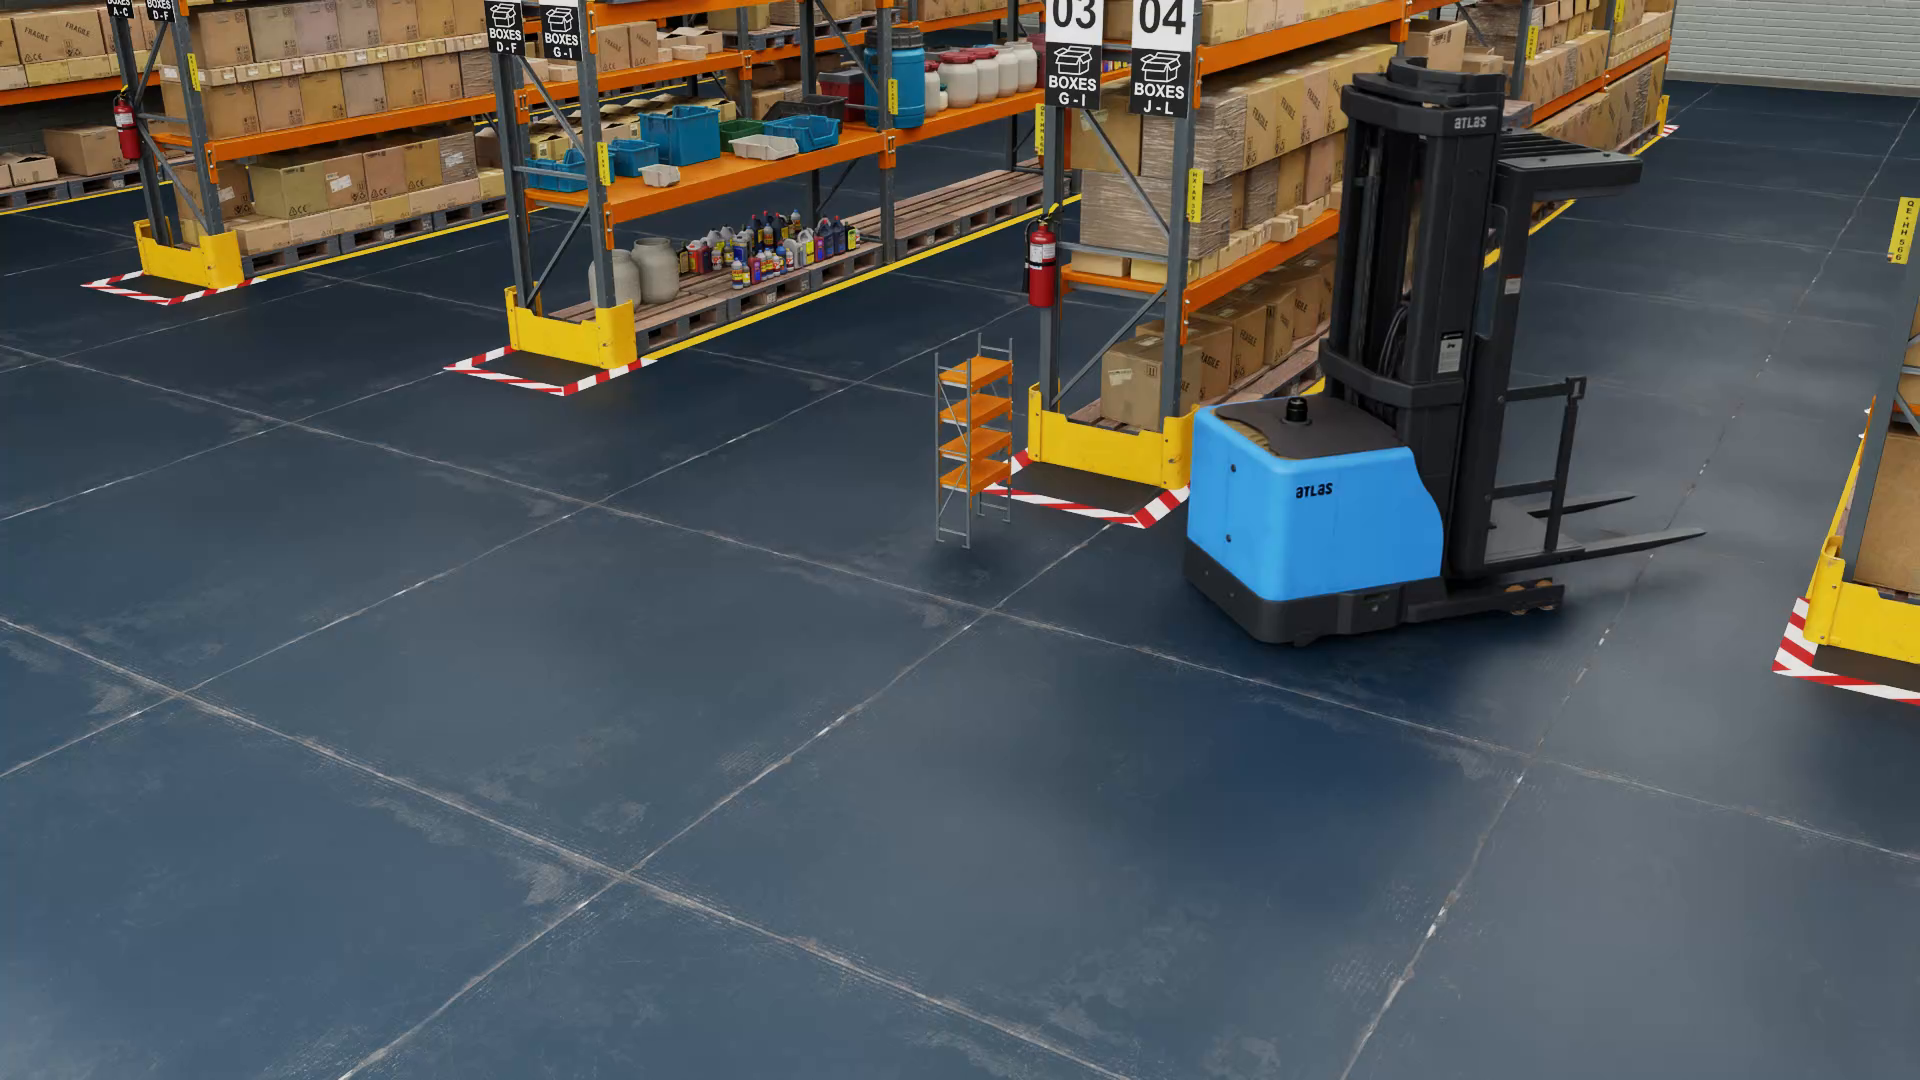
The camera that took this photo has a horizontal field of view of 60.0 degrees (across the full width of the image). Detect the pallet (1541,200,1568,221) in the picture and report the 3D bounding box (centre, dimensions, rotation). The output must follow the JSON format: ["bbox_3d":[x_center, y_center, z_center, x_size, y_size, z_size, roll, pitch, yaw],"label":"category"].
[{"bbox_3d":[6.338,-3.935,19.073,1.003,0.211,1.213,14,27,29],"label":"pallet"}]

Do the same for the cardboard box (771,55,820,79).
[{"bbox_3d":[-2.344,-6.761,23.740,0.500,0.250,0.500,13,27,28],"label":"cardboard box"}]

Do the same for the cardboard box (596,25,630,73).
[{"bbox_3d":[-4.349,-5.930,20.045,0.500,0.500,0.500,14,27,29],"label":"cardboard box"}]

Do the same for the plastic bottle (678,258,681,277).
[{"bbox_3d":[-2.618,-2.521,15.267,0.097,0.201,0.097,0,23,0],"label":"plastic bottle"}]

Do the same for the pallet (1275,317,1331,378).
[{"bbox_3d":[2.779,-1.690,13.888,1.003,0.211,1.213,14,27,29],"label":"pallet"}]

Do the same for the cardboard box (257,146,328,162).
[{"bbox_3d":[-6.875,-3.790,17.217,0.500,0.500,0.500,14,27,29],"label":"cardboard box"}]

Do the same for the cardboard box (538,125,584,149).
[{"bbox_3d":[-4.612,-4.724,19.614,0.500,0.311,0.500,14,27,28],"label":"cardboard box"}]

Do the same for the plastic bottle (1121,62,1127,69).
[{"bbox_3d":[1.984,-5.886,20.218,0.061,0.283,0.133,14,27,29],"label":"plastic bottle"}]

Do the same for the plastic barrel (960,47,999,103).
[{"bbox_3d":[0.202,-4.975,17.795,0.433,0.535,0.433,0,23,0],"label":"plastic barrel"}]

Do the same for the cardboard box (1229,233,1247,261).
[{"bbox_3d":[1.754,-2.035,11.491,0.380,0.149,0.250,14,27,29],"label":"cardboard box"}]

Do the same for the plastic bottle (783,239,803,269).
[{"bbox_3d":[-1.560,-2.688,15.558,0.152,0.276,0.135,14,27,30],"label":"plastic bottle"}]

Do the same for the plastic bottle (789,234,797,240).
[{"bbox_3d":[-1.571,-2.758,15.711,0.061,0.283,0.133,14,27,29],"label":"plastic bottle"}]

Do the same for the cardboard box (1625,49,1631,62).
[{"bbox_3d":[8.176,-6.086,20.848,0.380,0.149,0.250,13,27,28],"label":"cardboard box"}]

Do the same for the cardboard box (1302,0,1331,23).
[{"bbox_3d":[2.269,-3.788,11.638,0.500,0.250,0.500,15,27,30],"label":"cardboard box"}]

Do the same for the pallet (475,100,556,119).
[{"bbox_3d":[-6.931,-6.638,25.319,1.003,0.211,1.213,14,27,29],"label":"pallet"}]

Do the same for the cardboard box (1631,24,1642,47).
[{"bbox_3d":[8.329,-6.418,21.114,0.500,0.250,0.500,15,27,30],"label":"cardboard box"}]

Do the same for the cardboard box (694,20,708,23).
[{"bbox_3d":[-4.516,-8.937,28.920,0.380,0.149,0.250,14,27,29],"label":"cardboard box"}]

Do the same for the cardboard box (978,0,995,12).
[{"bbox_3d":[0.210,-8.656,26.343,0.500,0.500,0.500,13,27,28],"label":"cardboard box"}]

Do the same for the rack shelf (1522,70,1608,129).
[{"bbox_3d":[6.269,-4.899,18.696,1.077,0.370,4.000,14,27,29],"label":"rack shelf"}]

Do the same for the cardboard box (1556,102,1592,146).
[{"bbox_3d":[6.532,-4.600,19.245,1.225,0.875,0.875,13,27,27],"label":"cardboard box"}]

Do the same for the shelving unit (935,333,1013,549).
[{"bbox_3d":[0.087,-0.606,10.141,0.258,1.200,0.503,14,27,29],"label":"shelving unit"}]

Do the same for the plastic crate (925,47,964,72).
[{"bbox_3d":[-0.107,-5.140,18.267,0.402,0.464,0.583,14,27,29],"label":"plastic crate"}]

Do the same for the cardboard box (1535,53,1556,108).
[{"bbox_3d":[5.971,-4.881,17.624,0.500,0.500,0.500,13,27,28],"label":"cardboard box"}]

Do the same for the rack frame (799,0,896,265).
[{"bbox_3d":[-1.104,-4.242,16.272,1.000,3.000,0.127,14,27,29],"label":"rack frame"}]

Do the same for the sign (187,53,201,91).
[{"bbox_3d":[-6.952,-4.246,15.094,0.100,0.325,0.005,14,27,29],"label":"sign"}]

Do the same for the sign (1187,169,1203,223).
[{"bbox_3d":[1.455,-2.137,10.322,0.100,0.325,0.005,14,27,29],"label":"sign"}]

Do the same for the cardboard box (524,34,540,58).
[{"bbox_3d":[-6.444,-7.389,25.720,0.750,0.750,0.750,14,27,29],"label":"cardboard box"}]

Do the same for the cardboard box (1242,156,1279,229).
[{"bbox_3d":[1.769,-2.570,11.910,0.875,0.500,0.500,14,27,29],"label":"cardboard box"}]

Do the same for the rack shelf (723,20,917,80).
[{"bbox_3d":[-2.146,-6.976,23.494,1.077,0.370,4.000,14,27,29],"label":"rack shelf"}]

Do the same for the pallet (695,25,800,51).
[{"bbox_3d":[-2.903,-6.786,22.392,1.213,0.211,1.003,14,27,29],"label":"pallet"}]

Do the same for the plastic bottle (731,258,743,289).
[{"bbox_3d":[-1.993,-2.388,14.871,0.097,0.271,0.097,0,23,0],"label":"plastic bottle"}]

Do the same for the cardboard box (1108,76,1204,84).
[{"bbox_3d":[1.333,-2.902,11.420,0.500,0.500,0.500,14,27,29],"label":"cardboard box"}]

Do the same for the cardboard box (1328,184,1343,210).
[{"bbox_3d":[2.880,-2.692,13.010,0.380,0.149,0.250,14,27,29],"label":"cardboard box"}]

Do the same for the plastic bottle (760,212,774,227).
[{"bbox_3d":[-1.883,-3.042,16.283,0.144,0.351,0.185,15,27,30],"label":"plastic bottle"}]

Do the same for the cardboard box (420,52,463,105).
[{"bbox_3d":[-5.812,-4.996,17.890,0.700,0.500,0.500,14,27,28],"label":"cardboard box"}]

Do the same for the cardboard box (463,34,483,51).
[{"bbox_3d":[-5.404,-5.405,18.017,0.380,0.149,0.250,13,27,28],"label":"cardboard box"}]

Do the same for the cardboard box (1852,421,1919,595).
[{"bbox_3d":[5.456,-0.241,9.176,0.875,0.875,0.875,14,27,29],"label":"cardboard box"}]

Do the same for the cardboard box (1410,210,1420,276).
[{"bbox_3d":[4.008,-2.807,15.551,0.700,0.500,0.500,11,26,24],"label":"cardboard box"}]

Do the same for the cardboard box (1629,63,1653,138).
[{"bbox_3d":[8.684,-5.932,22.322,0.875,0.875,0.875,14,27,29],"label":"cardboard box"}]

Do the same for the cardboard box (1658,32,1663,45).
[{"bbox_3d":[9.256,-6.776,22.444,0.380,0.149,0.250,14,27,29],"label":"cardboard box"}]

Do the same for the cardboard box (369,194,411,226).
[{"bbox_3d":[-6.156,-3.502,17.497,0.500,0.250,0.500,14,27,29],"label":"cardboard box"}]

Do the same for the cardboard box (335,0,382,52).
[{"bbox_3d":[-6.333,-5.263,16.873,0.700,0.500,0.500,14,27,29],"label":"cardboard box"}]

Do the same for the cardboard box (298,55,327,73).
[{"bbox_3d":[-6.487,-4.711,16.413,0.380,0.149,0.250,13,27,27],"label":"cardboard box"}]

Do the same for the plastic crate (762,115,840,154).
[{"bbox_3d":[-1.457,-3.743,15.308,0.499,0.251,0.616,14,27,29],"label":"plastic crate"}]

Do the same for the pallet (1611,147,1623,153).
[{"bbox_3d":[7.791,-4.864,21.221,1.003,0.211,1.213,14,27,29],"label":"pallet"}]

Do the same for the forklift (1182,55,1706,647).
[{"bbox_3d":[2.860,-1.114,9.133,3.031,2.935,1.130,-8,25,-18],"label":"forklift"}]

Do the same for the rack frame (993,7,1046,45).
[{"bbox_3d":[1.019,-9.331,28.029,1.000,3.000,0.127,14,27,29],"label":"rack frame"}]

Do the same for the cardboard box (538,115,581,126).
[{"bbox_3d":[-4.806,-5.011,20.276,0.500,0.311,0.500,14,27,29],"label":"cardboard box"}]

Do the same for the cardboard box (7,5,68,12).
[{"bbox_3d":[-10.754,-5.969,19.482,0.500,0.500,0.500,14,27,30],"label":"cardboard box"}]

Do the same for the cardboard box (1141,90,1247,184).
[{"bbox_3d":[1.515,-2.623,10.776,0.500,0.500,0.500,14,27,29],"label":"cardboard box"}]

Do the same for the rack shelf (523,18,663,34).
[{"bbox_3d":[-6.356,-8.013,25.889,1.077,0.370,4.000,14,27,29],"label":"rack shelf"}]

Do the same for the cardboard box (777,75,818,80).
[{"bbox_3d":[-2.362,-6.404,23.859,0.500,0.500,0.500,13,26,27],"label":"cardboard box"}]

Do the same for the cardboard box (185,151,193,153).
[{"bbox_3d":[-9.778,-5.033,21.112,0.380,0.166,0.250,10,25,22],"label":"cardboard box"}]

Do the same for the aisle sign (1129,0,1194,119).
[{"bbox_3d":[1.216,-2.963,10.046,0.394,0.787,0.004,14,27,29],"label":"aisle sign"}]
